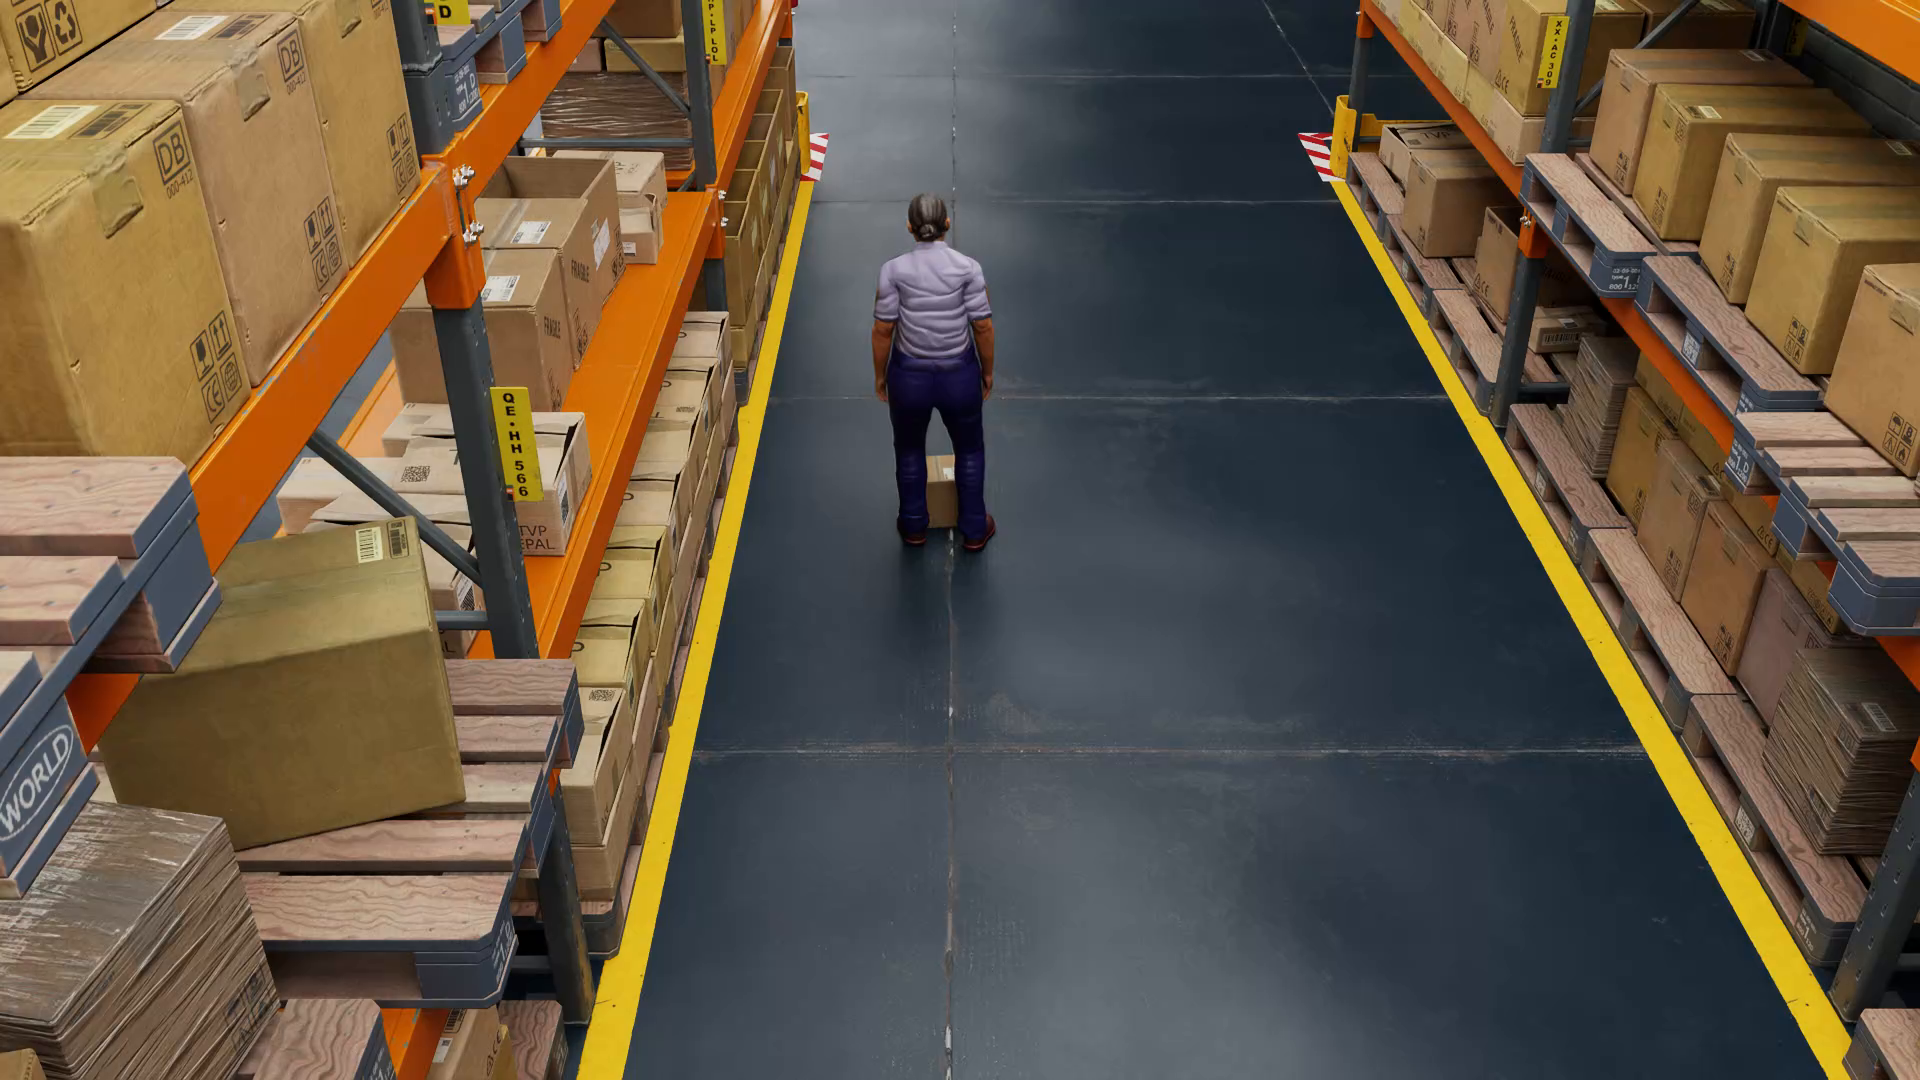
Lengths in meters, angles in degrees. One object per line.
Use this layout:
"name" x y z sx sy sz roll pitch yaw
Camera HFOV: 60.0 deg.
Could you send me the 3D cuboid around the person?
"person" -0.106 -0.712 7.294 0.546 1.651 0.415 0 32 -1
